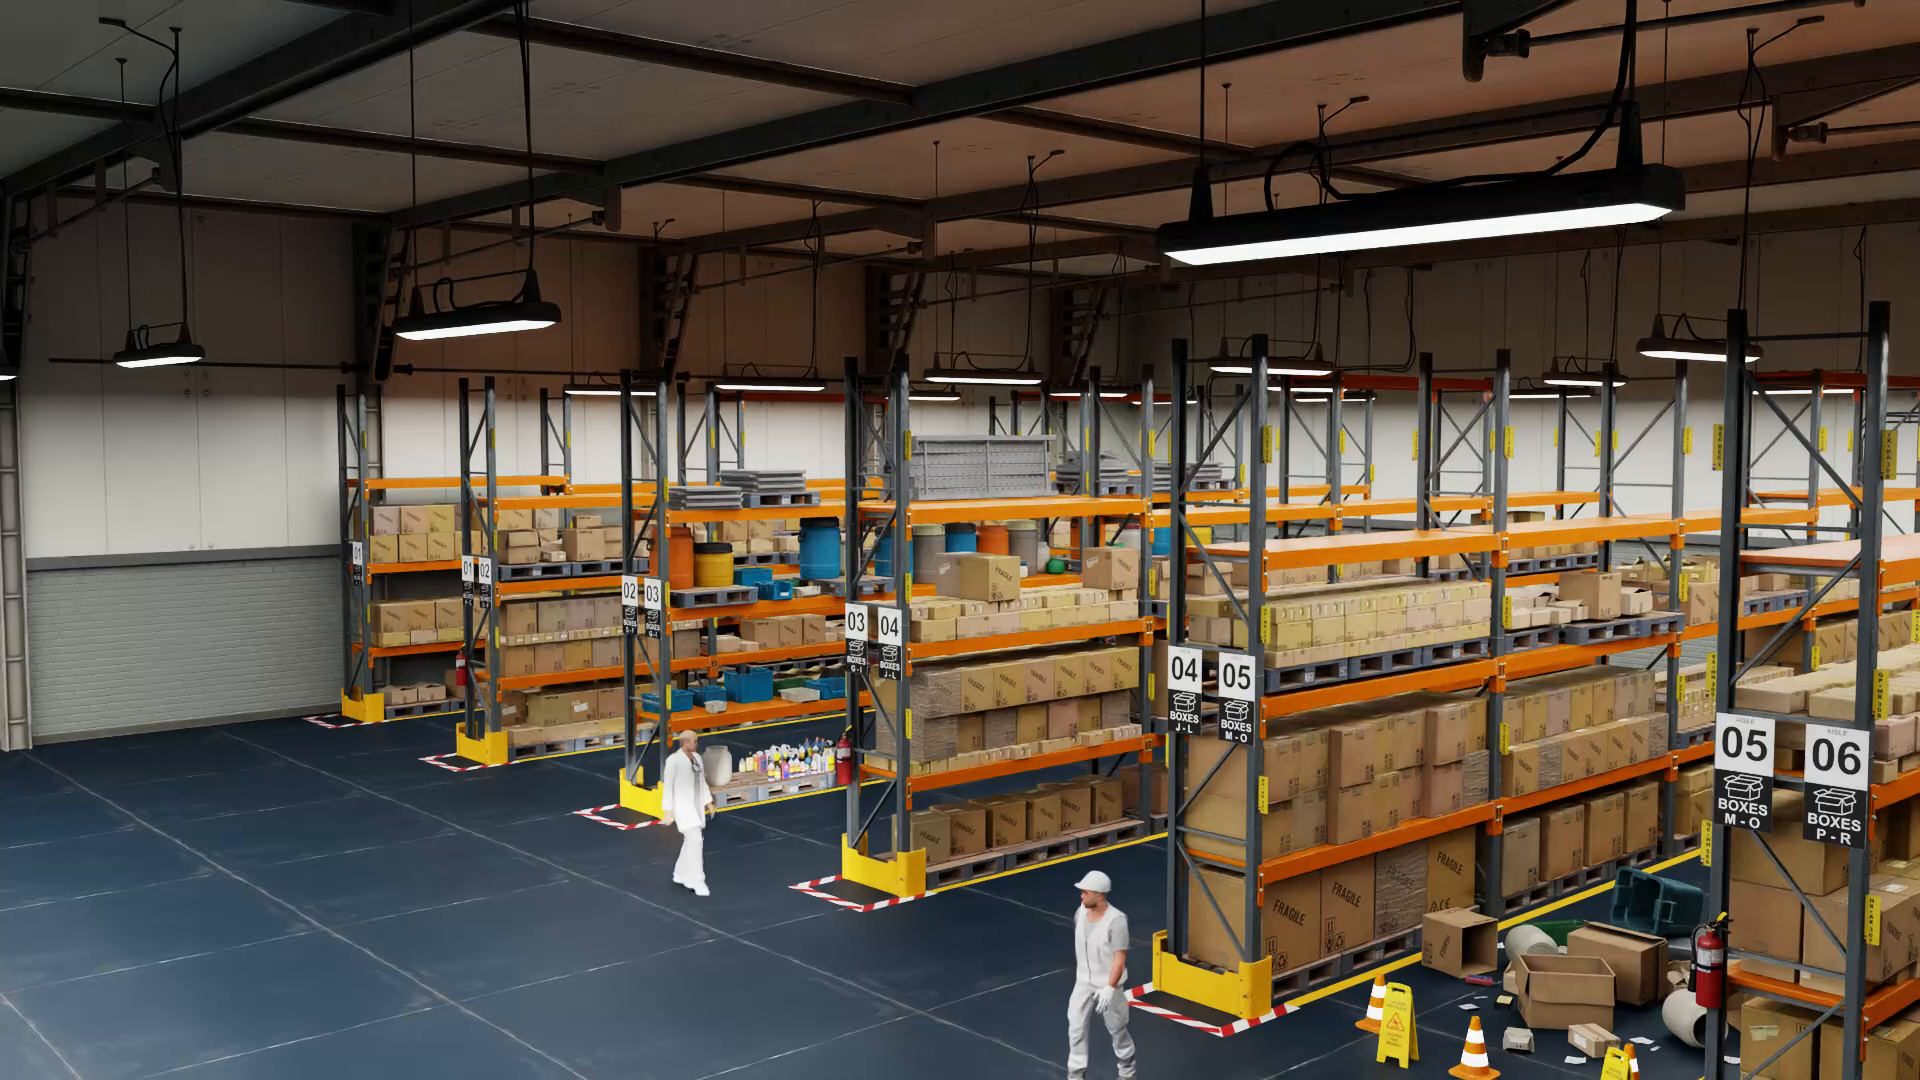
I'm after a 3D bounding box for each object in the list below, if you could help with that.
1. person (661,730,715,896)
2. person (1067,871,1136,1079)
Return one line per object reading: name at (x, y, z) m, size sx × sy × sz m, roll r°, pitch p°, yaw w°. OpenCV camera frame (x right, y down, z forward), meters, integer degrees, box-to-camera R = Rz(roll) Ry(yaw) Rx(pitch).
person at (-3.001, 3.056, 18.772) m, size 0.649 × 1.808 × 0.605 m, roll 2°, pitch 4°, yaw 27°
person at (1.034, 3.425, 12.788) m, size 0.561 × 1.761 × 0.885 m, roll 3°, pitch 5°, yaw 40°
